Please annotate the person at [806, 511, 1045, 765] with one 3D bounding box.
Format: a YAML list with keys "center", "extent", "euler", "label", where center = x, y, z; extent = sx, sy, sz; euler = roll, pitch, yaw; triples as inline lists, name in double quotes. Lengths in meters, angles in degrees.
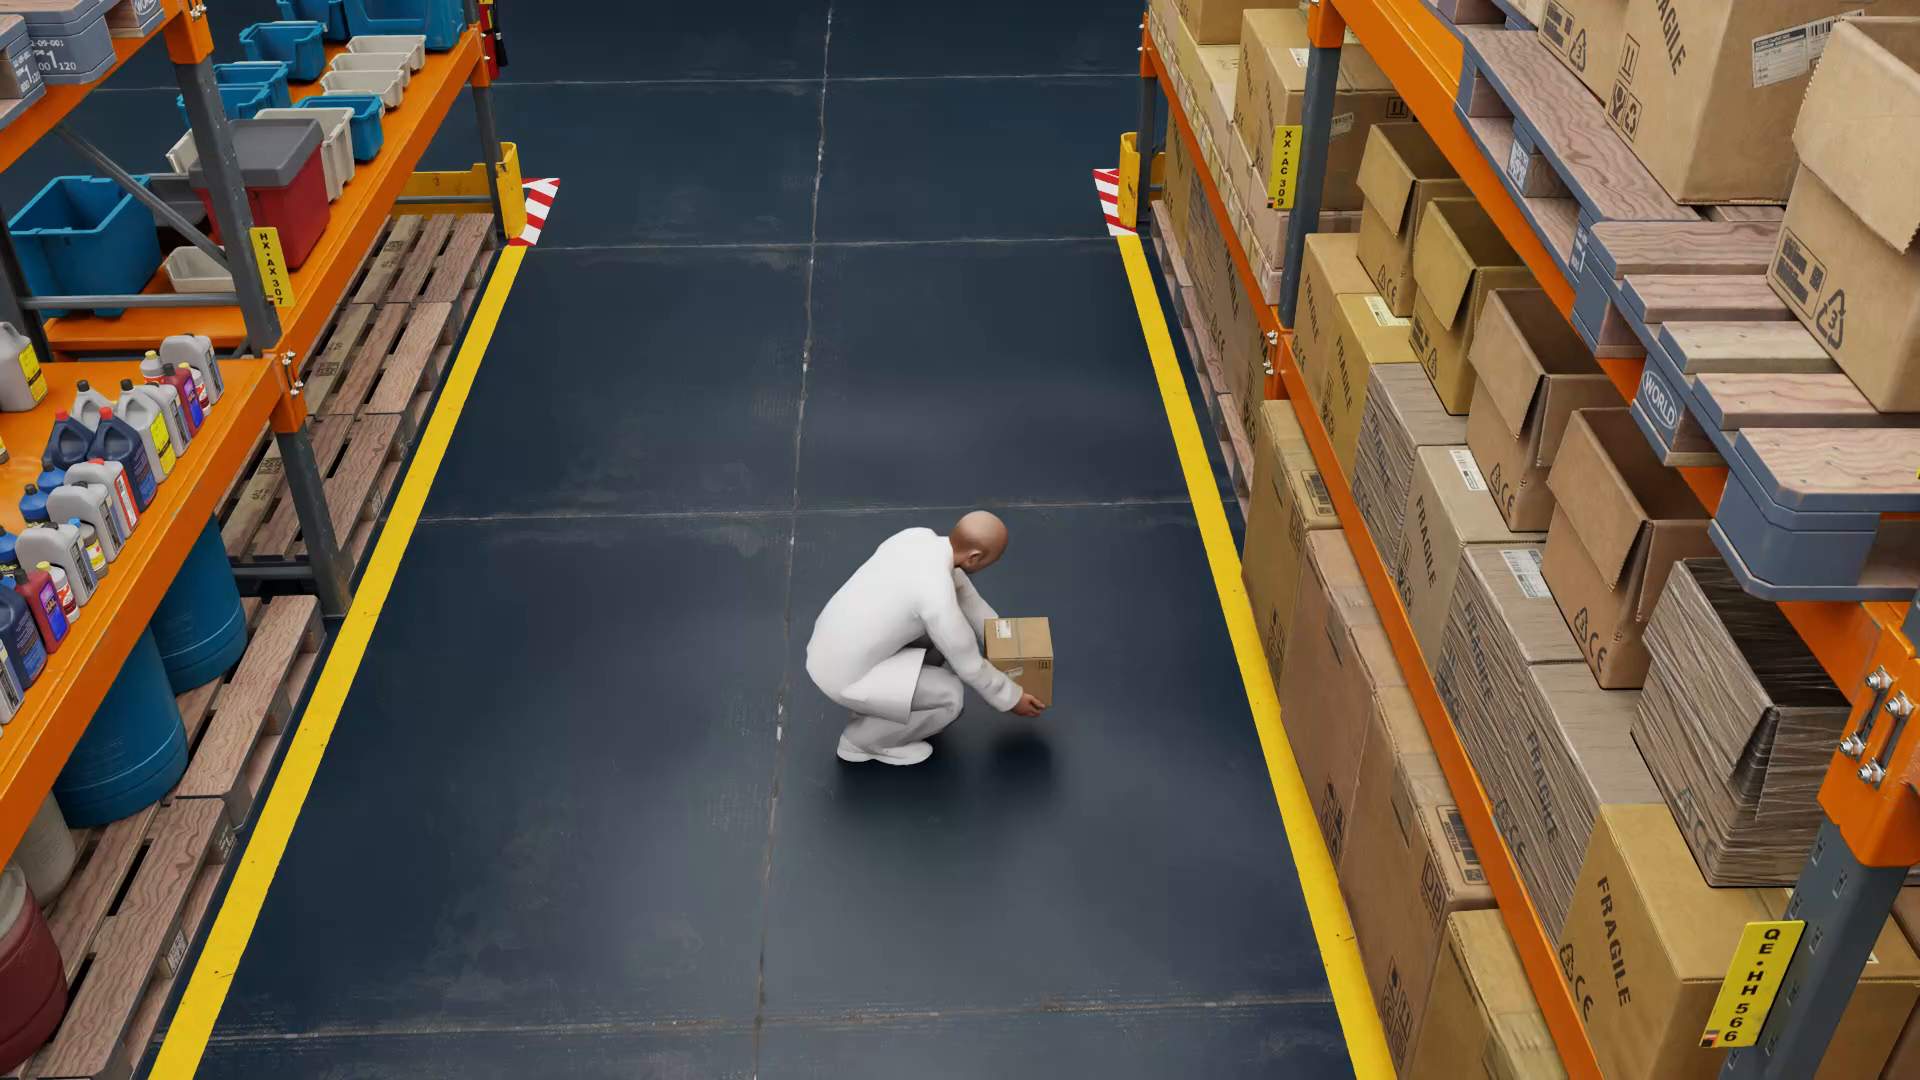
- center: [-0.135, 0.351, 6.345]
  extent: [0.911, 0.995, 0.599]
  euler: [-2, 35, -2]
  label: "person"
